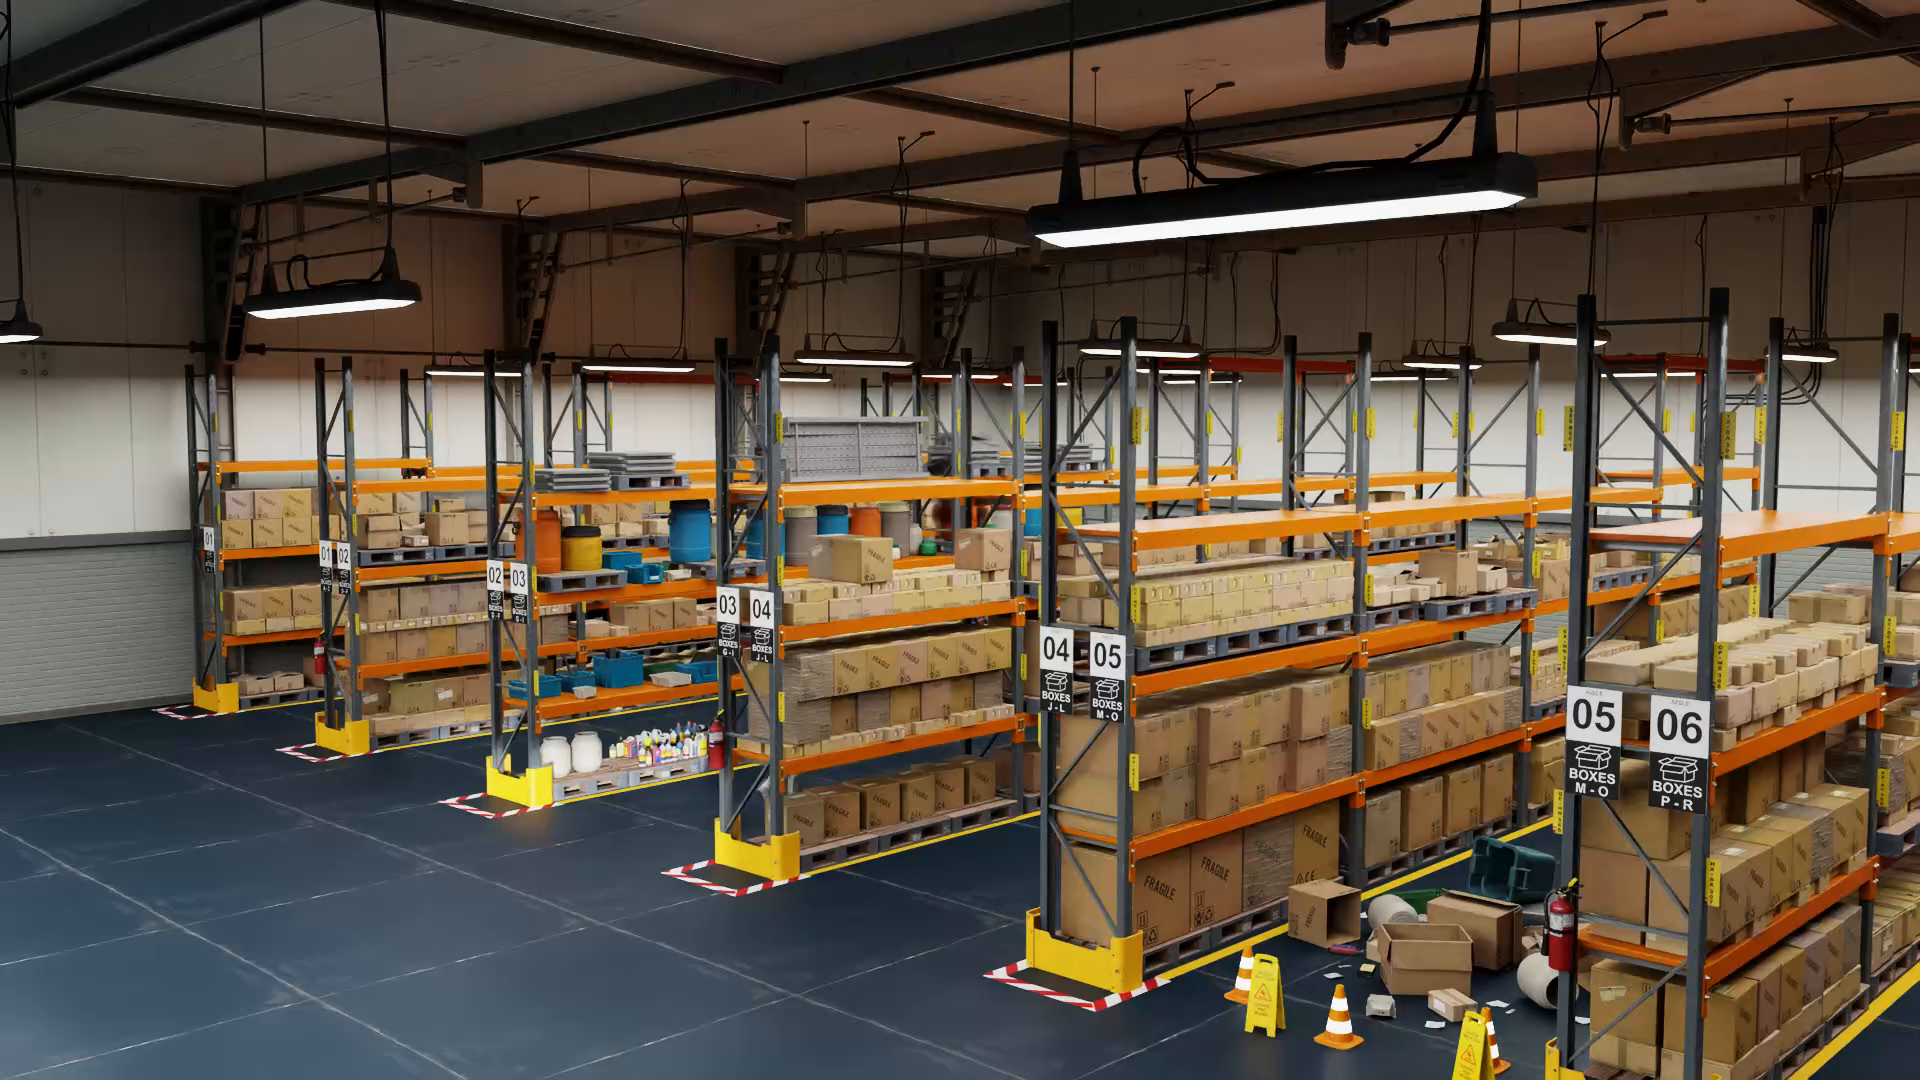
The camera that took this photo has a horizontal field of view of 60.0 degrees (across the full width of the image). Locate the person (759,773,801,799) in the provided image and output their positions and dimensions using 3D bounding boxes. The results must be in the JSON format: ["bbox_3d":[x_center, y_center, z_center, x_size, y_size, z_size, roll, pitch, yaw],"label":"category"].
[{"bbox_3d":[-2.242,2.598,21.482,0.625,1.728,0.565,-1,4,-13],"label":"person"}]
